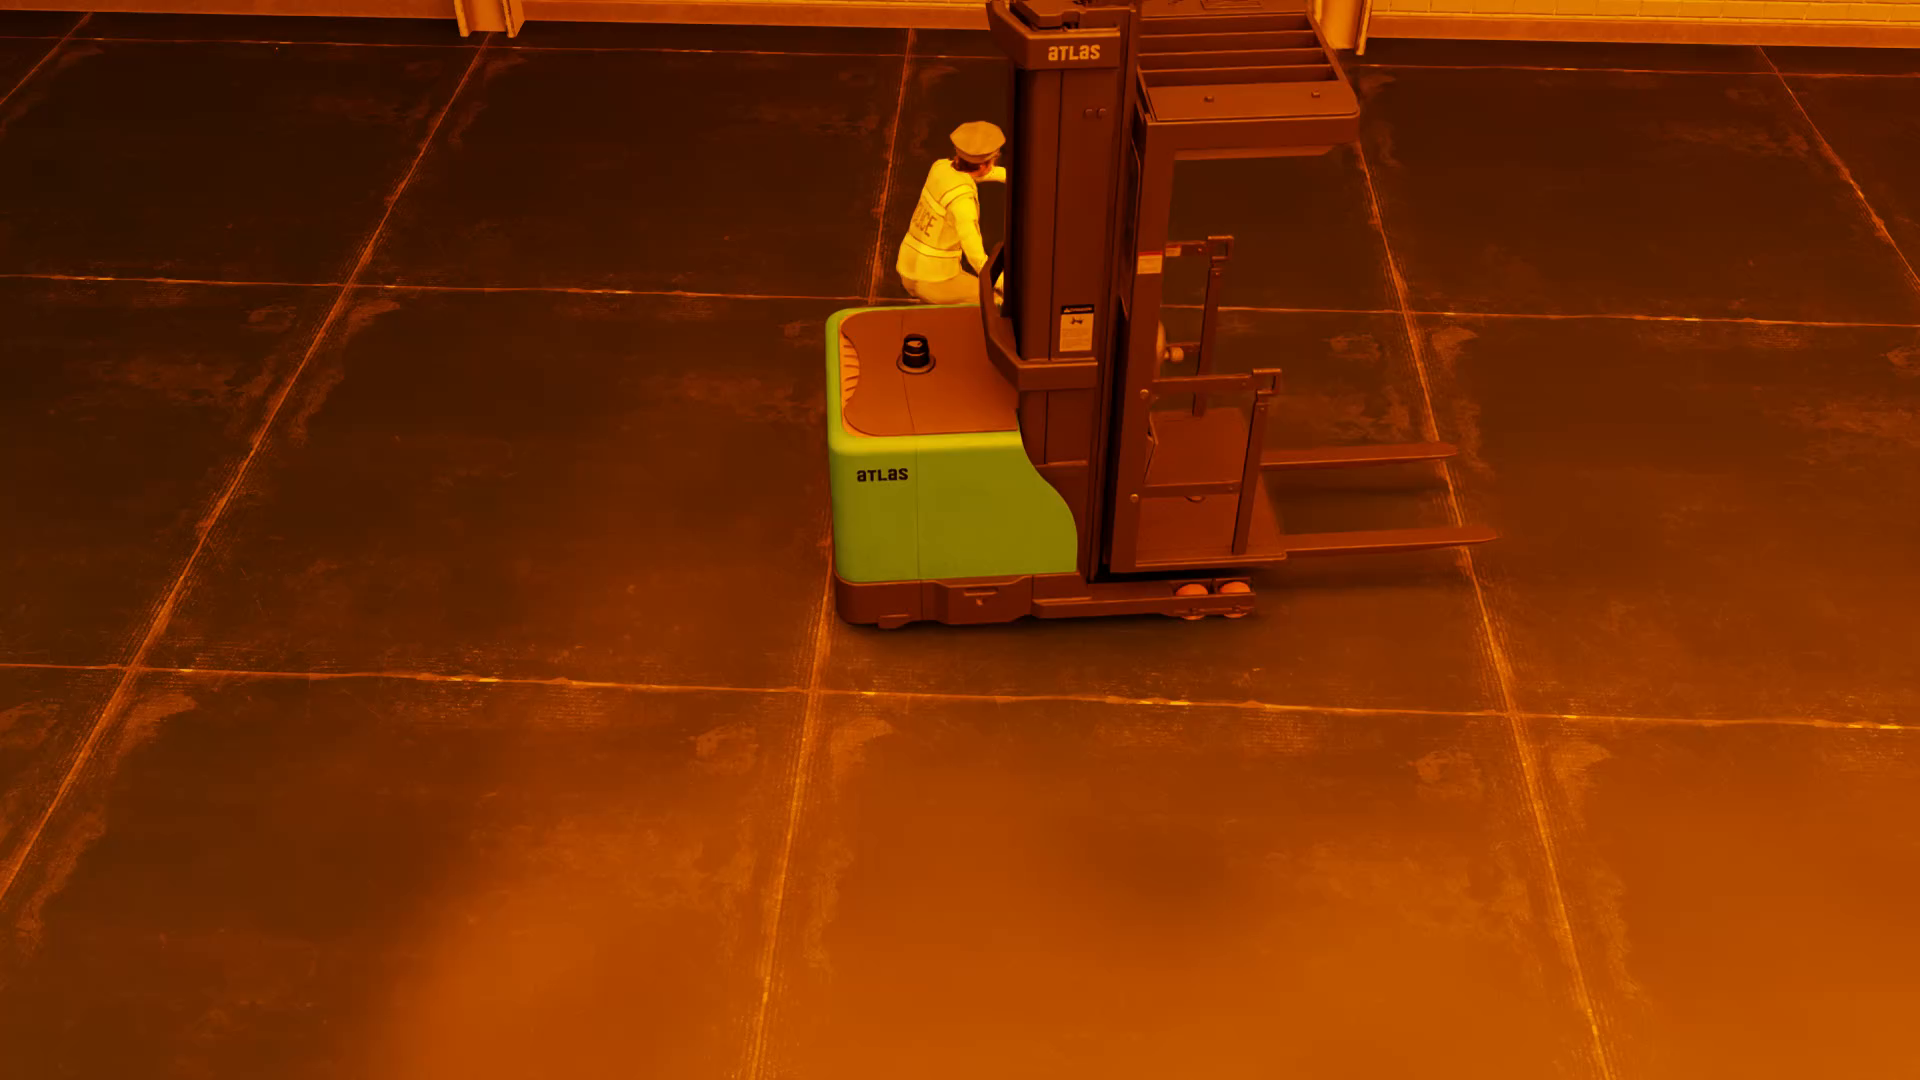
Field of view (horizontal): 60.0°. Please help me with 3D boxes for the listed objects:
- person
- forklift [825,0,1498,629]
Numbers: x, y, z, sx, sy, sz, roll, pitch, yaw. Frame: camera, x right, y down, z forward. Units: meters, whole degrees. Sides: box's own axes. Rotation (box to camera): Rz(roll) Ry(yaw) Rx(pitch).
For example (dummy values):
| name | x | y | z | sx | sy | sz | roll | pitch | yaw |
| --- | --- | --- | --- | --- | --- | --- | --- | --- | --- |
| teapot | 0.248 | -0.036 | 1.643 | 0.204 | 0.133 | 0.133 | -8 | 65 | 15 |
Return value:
| name | x | y | z | sx | sy | sz | roll | pitch | yaw |
| --- | --- | --- | --- | --- | --- | --- | --- | --- | --- |
| person | 0.159 | -1.334 | 8.321 | 0.868 | 1.425 | 1.105 | -17 | 45 | -18 |
| forklift | 0.925 | -1.078 | 6.923 | 3.031 | 2.935 | 1.130 | -3 | 42 | -3 |
